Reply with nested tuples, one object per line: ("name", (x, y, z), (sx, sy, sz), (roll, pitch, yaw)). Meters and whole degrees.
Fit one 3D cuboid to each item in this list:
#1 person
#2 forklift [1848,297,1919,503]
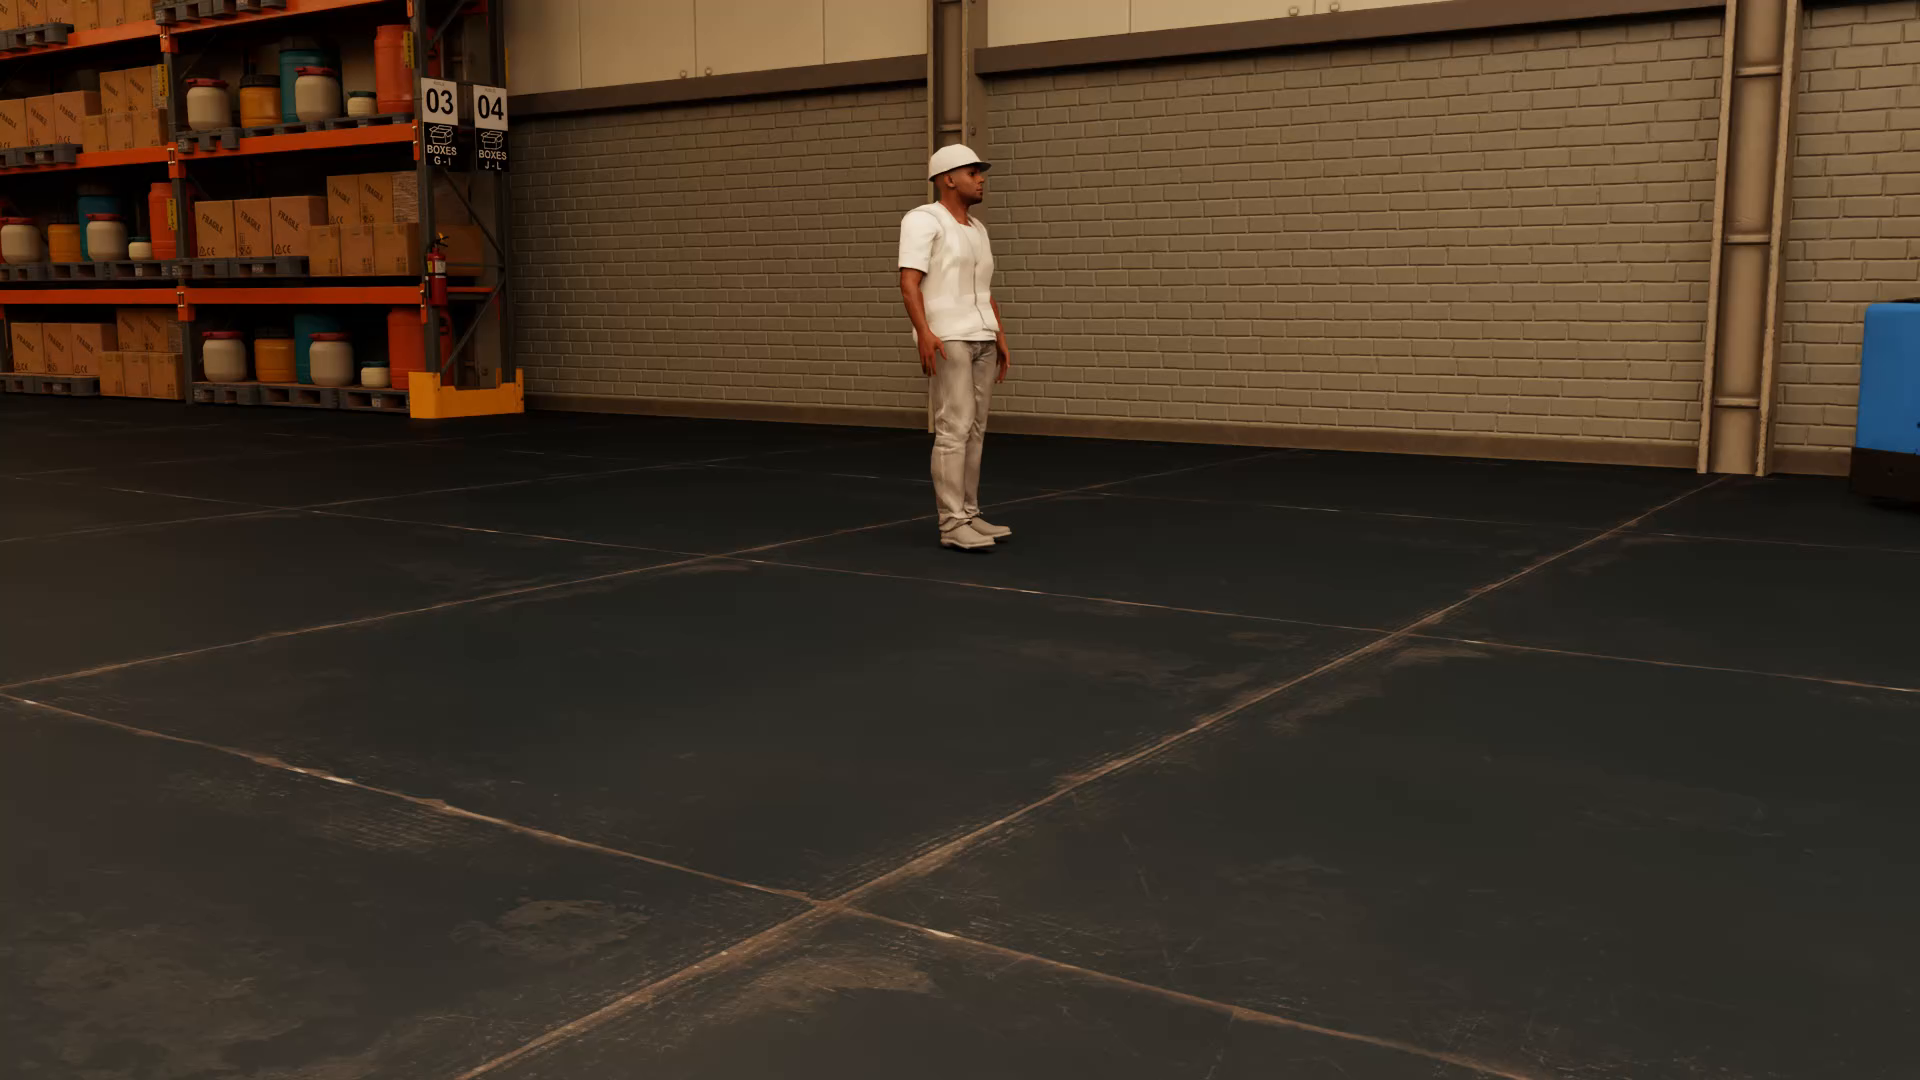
("person", (0.055, -0.876, 7.435), (0.575, 1.768, 0.665), (5, 10, 34))
("forklift", (6.327, -1.612, 8.526), (3.031, 2.935, 1.130), (-1, 8, -10))
